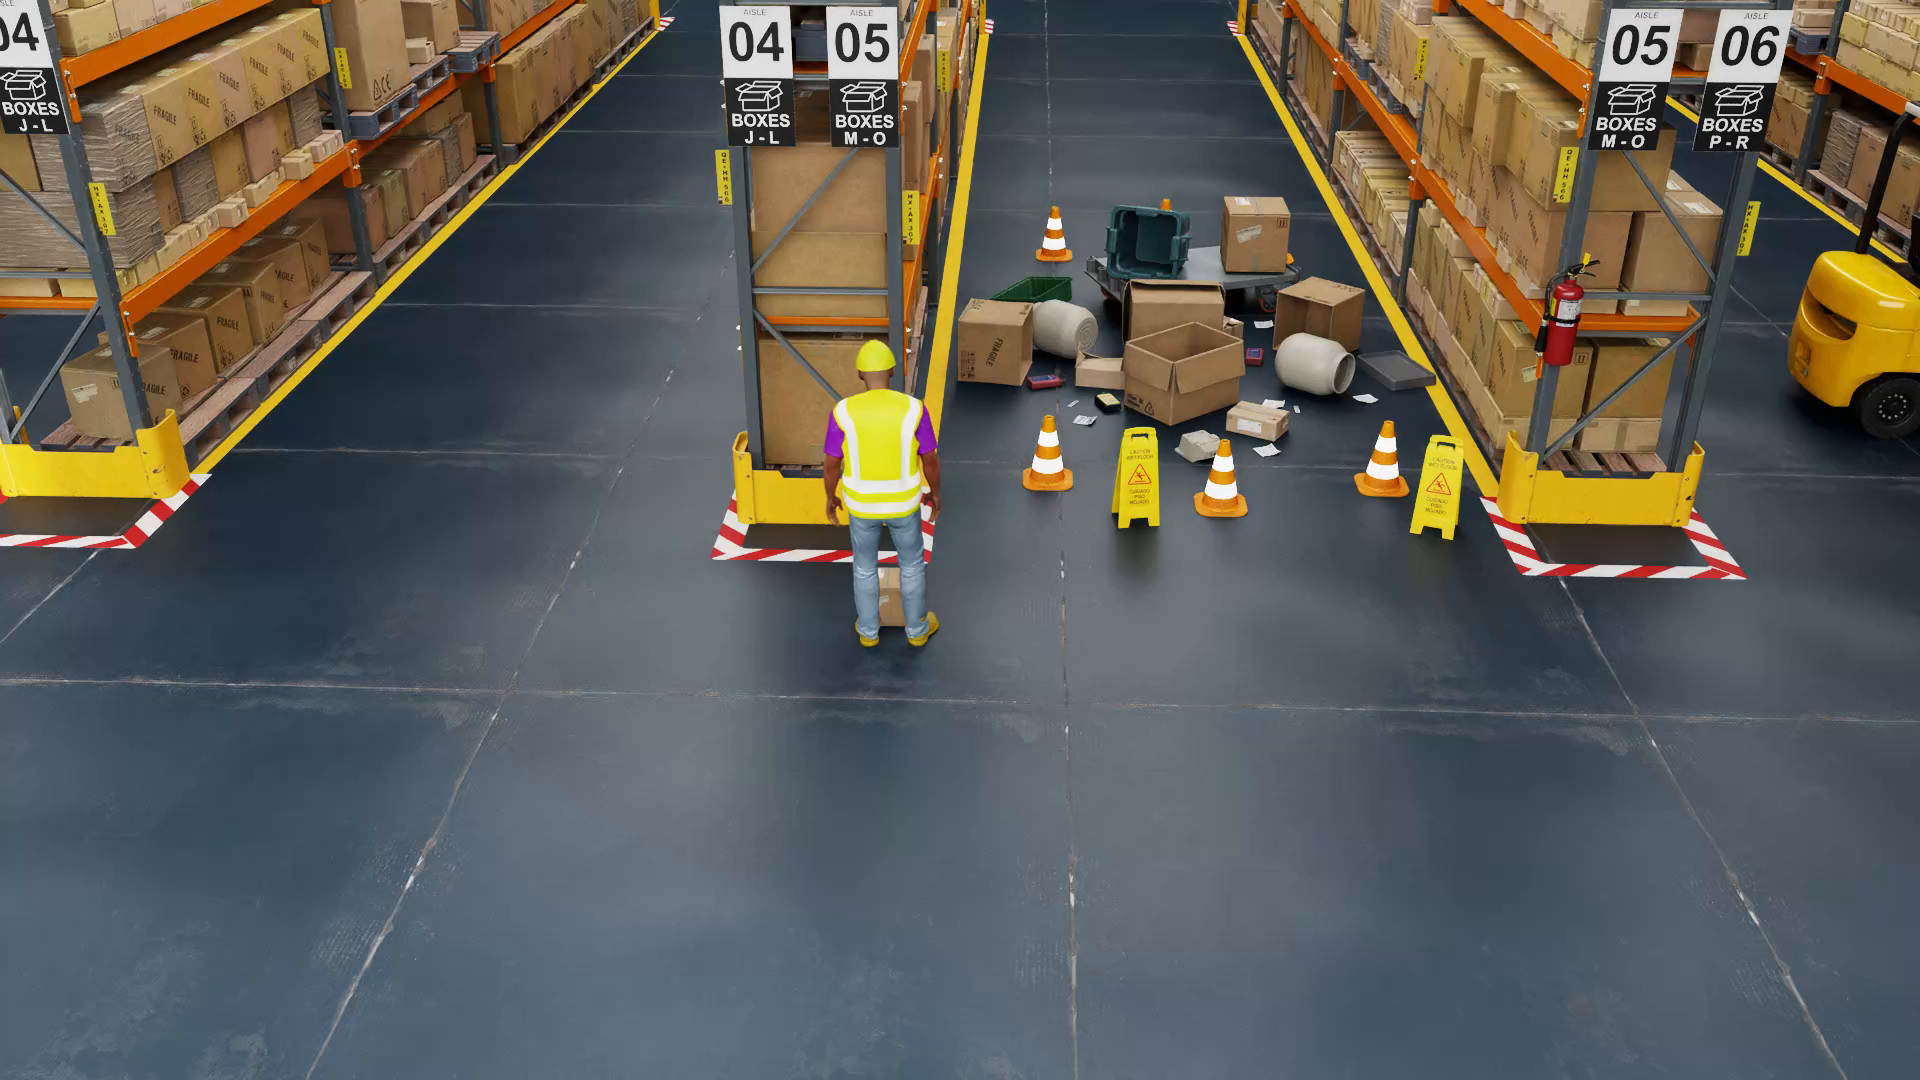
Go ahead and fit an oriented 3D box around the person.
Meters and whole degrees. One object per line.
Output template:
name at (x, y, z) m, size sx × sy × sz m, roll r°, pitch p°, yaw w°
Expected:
person at (-0.419, -0.234, 9.046) m, size 0.634 × 1.760 × 0.459 m, roll -1°, pitch 28°, yaw -1°
